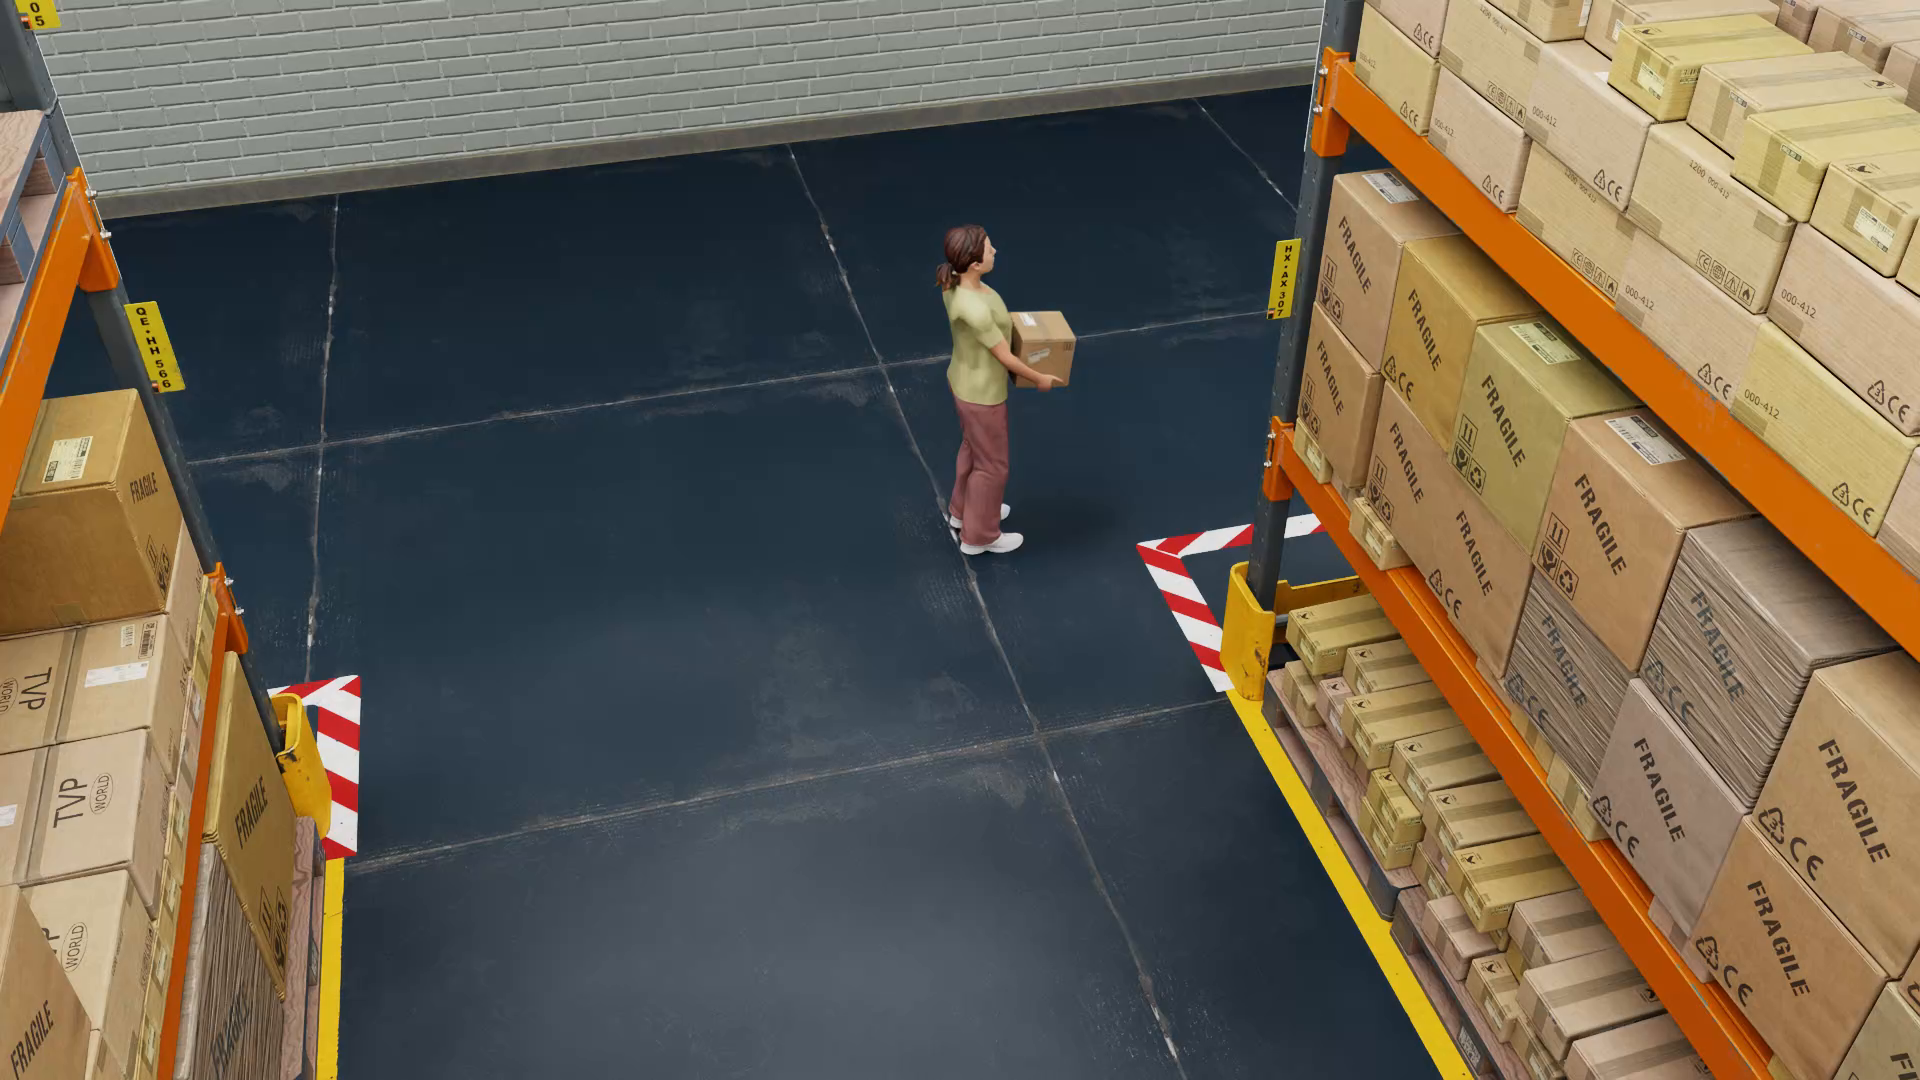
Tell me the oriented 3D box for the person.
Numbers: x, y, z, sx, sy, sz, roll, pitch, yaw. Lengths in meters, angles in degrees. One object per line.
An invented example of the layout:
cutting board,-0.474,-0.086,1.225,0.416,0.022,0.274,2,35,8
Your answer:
person,0.159,-0.692,7.600,0.556,1.665,0.425,-8,39,-10
